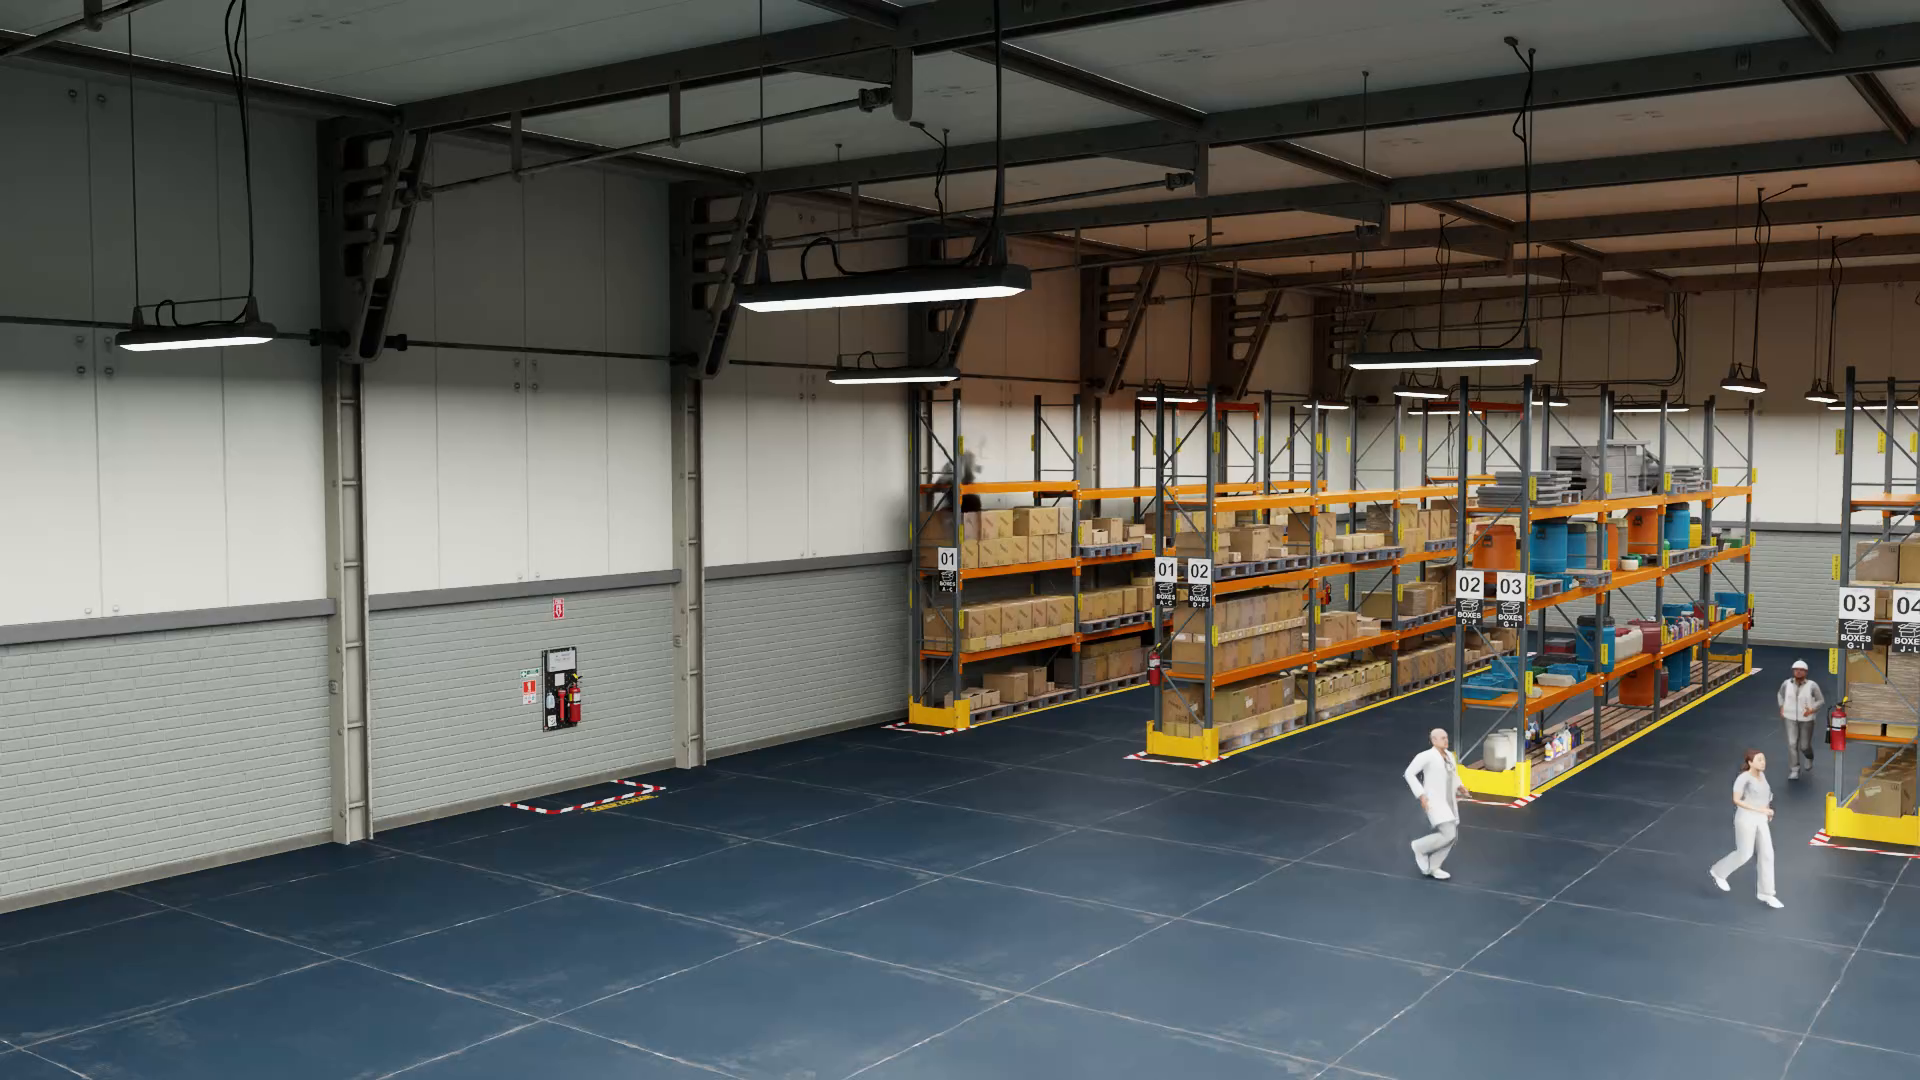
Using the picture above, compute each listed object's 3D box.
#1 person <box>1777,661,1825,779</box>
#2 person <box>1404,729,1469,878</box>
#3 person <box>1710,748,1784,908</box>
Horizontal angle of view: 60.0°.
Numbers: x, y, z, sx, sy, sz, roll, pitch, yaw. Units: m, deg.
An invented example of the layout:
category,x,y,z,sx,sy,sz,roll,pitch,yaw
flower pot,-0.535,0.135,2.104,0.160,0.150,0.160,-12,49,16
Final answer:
category,x,y,z,sx,sy,sz,roll,pitch,yaw
person,12.681,2.697,25.116,0.673,1.762,0.804,2,4,35
person,5.547,3.042,19.149,0.704,1.732,0.628,-2,4,-35
person,8.686,3.123,18.294,0.587,1.688,0.848,-2,4,-26
